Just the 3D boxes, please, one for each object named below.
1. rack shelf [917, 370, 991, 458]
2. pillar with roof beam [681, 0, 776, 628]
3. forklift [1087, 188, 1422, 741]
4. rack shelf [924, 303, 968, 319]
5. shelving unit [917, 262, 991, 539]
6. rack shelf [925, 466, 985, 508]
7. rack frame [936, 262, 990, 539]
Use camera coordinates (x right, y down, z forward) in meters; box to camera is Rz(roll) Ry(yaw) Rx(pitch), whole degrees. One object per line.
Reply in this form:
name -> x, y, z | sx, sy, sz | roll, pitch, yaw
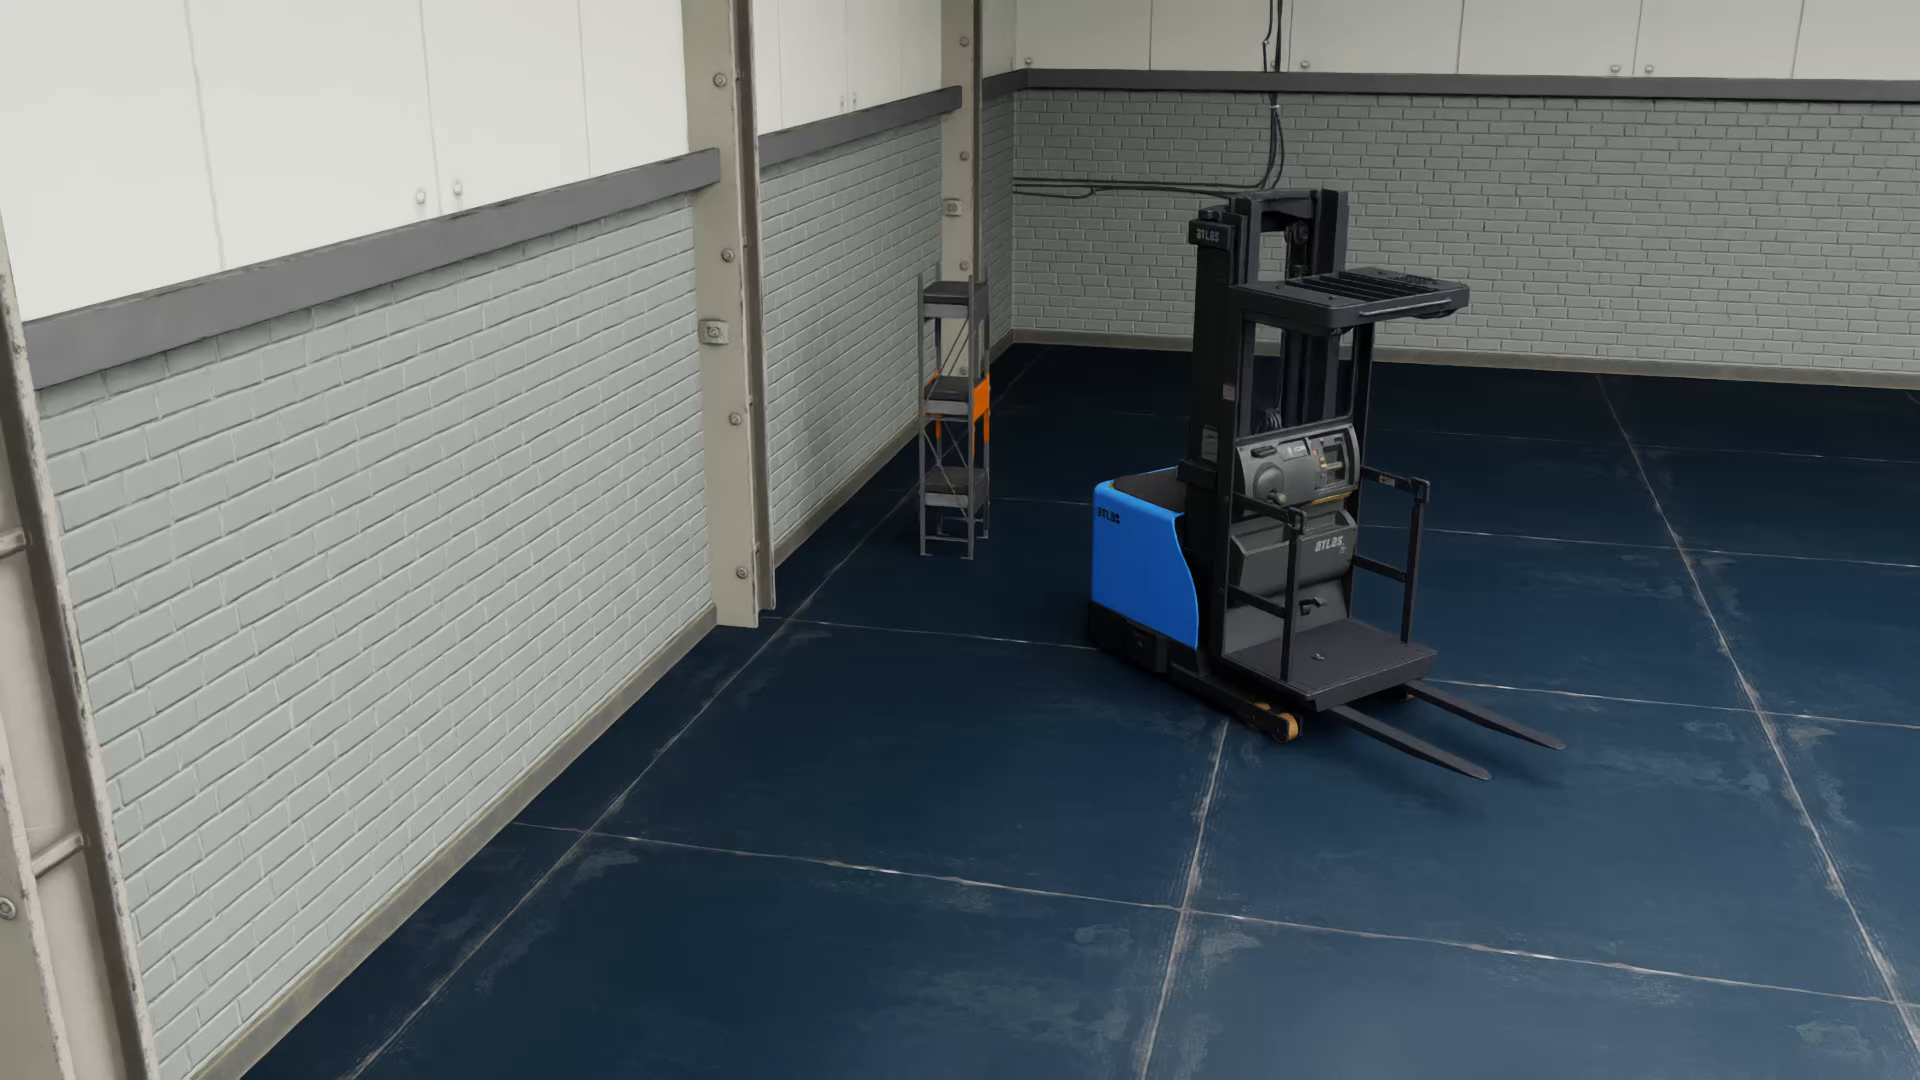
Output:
rack shelf -> -0.040, -0.929, 12.201 | 0.431, 0.518, 0.480 | 5, 19, 13
pillar with roof beam -> 2.724, -3.411, 8.752 | 9.100, 9.000, 0.400 | 5, 19, 13
forklift -> 2.072, -0.423, 9.392 | 1.130, 2.935, 3.031 | -13, 23, -33
rack shelf -> -0.040, -1.686, 11.942 | 0.332, 0.100, 0.442 | 5, 19, 13
shelving unit -> -0.039, -0.944, 12.202 | 0.431, 2.100, 0.492 | 5, 19, 13
rack shelf -> -0.040, -0.396, 12.383 | 0.368, 0.174, 0.457 | 5, 19, 13
rack frame -> 0.019, -1.018, 12.420 | 0.400, 2.100, 0.015 | 5, 19, 13
